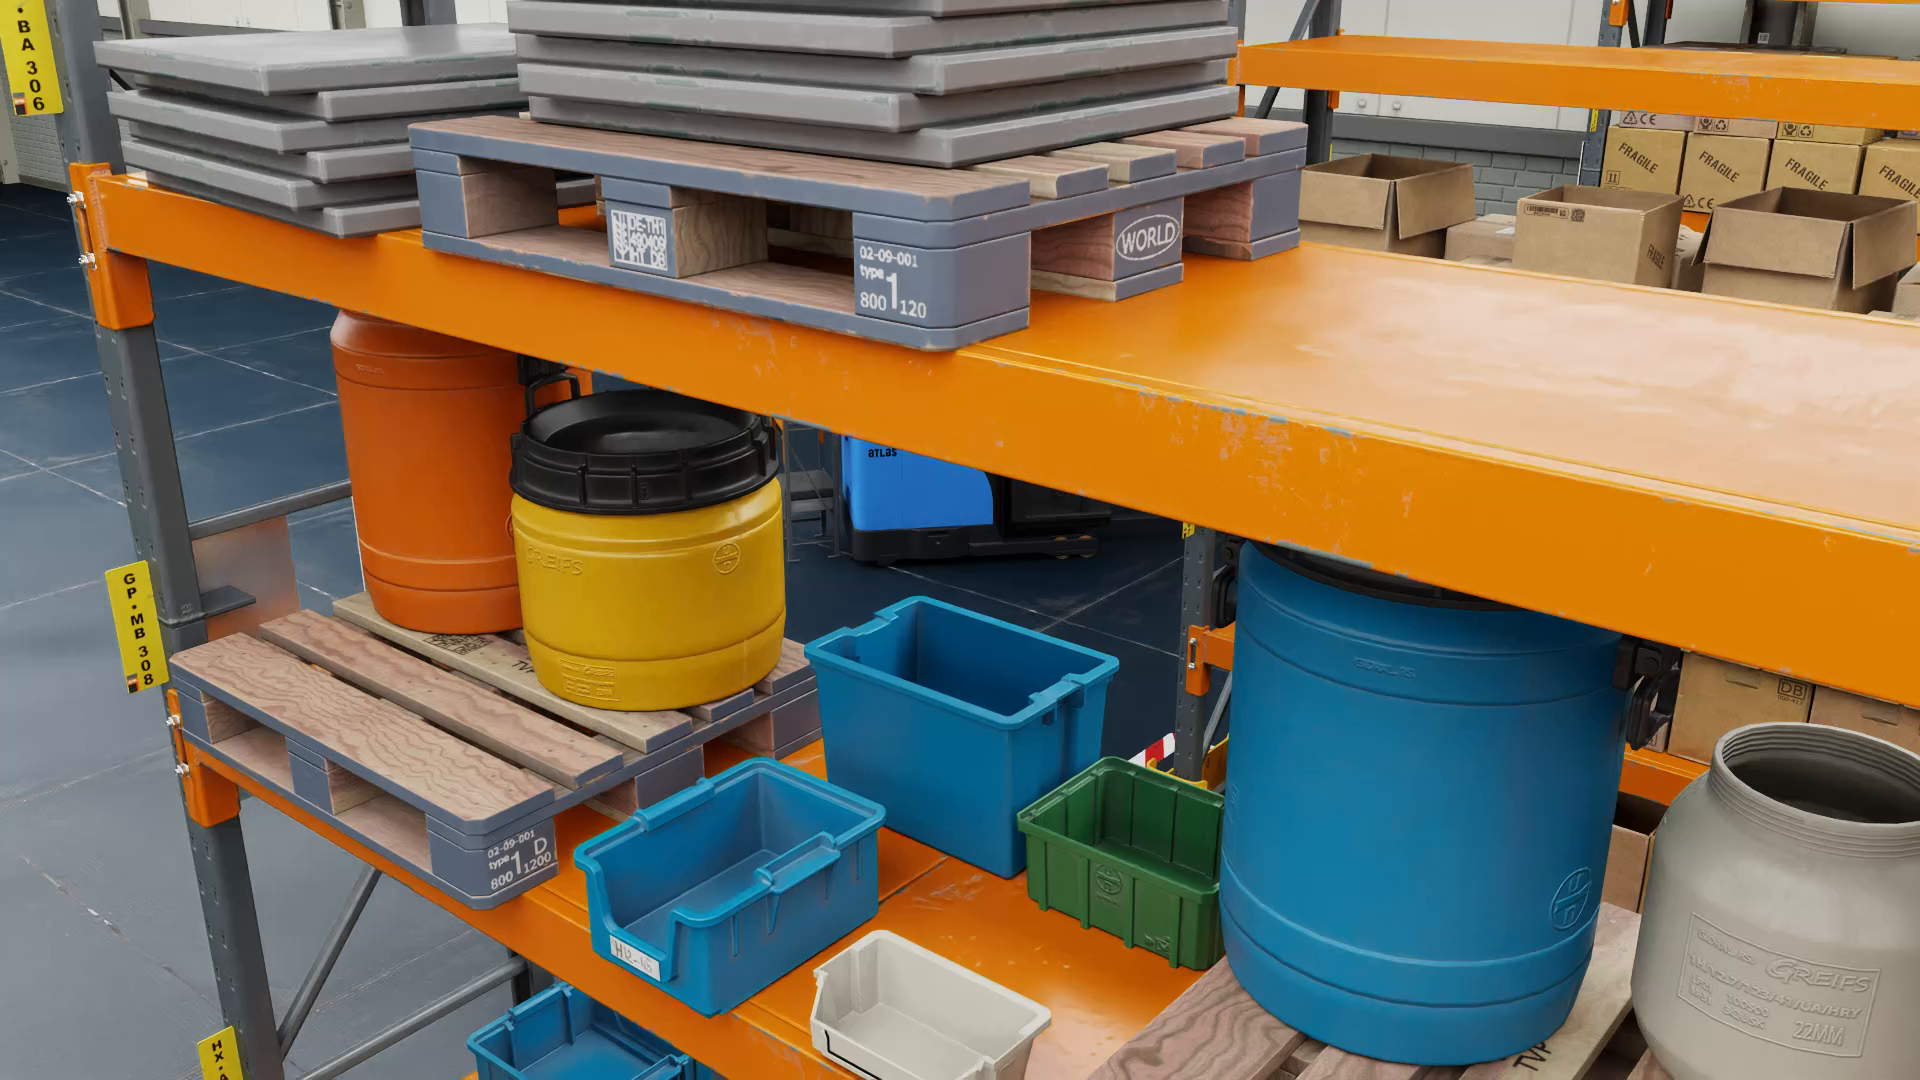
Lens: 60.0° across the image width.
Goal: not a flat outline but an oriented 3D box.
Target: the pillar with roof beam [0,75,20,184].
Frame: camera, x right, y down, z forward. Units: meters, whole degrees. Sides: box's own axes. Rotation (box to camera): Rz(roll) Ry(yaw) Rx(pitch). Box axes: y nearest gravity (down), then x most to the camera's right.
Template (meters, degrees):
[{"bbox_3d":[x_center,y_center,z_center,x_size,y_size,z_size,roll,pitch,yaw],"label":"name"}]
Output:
[{"bbox_3d":[-20.278,-9.639,25.974,0.400,9.000,9.100,16,26,36],"label":"pillar with roof beam"}]

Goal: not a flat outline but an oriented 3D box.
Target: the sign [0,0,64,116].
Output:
[{"bbox_3d":[-2.019,-1.087,3.592,0.005,0.325,0.100,16,26,36],"label":"sign"}]

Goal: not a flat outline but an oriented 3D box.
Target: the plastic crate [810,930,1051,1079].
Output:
[{"bbox_3d":[-0.068,0.838,2.818,0.396,0.136,0.243,16,26,36],"label":"plastic crate"}]

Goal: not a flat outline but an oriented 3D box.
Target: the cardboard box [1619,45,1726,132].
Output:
[{"bbox_3d":[4.741,-3.010,11.061,0.500,0.500,0.500,14,25,33],"label":"cardboard box"}]

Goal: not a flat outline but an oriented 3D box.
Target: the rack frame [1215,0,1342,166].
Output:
[{"bbox_3d":[1.467,-2.687,7.540,0.127,3.000,1.000,16,26,36],"label":"rack frame"}]

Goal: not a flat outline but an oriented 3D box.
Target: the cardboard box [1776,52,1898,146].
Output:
[{"bbox_3d":[5.502,-2.773,10.433,0.500,0.500,0.500,17,26,38],"label":"cardboard box"}]

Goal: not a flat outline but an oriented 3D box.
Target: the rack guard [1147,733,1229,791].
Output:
[{"bbox_3d":[1.448,1.284,9.054,0.348,0.500,1.175,16,26,36],"label":"rack guard"}]

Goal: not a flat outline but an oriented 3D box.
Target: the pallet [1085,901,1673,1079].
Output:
[{"bbox_3d":[0.810,0.916,2.504,1.003,0.211,1.213,16,26,36],"label":"pallet"}]

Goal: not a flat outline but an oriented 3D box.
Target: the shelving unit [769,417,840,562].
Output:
[{"bbox_3d":[-1.191,-0.916,12.621,0.431,2.100,0.503,-6,22,-16],"label":"shelving unit"}]

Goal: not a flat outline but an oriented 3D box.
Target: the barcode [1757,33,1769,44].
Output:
[{"bbox_3d":[5.463,-3.412,11.305,0.075,0.075,0.001,16,26,36],"label":"barcode"}]

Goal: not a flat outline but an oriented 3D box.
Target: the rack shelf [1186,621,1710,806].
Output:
[{"bbox_3d":[3.016,0.903,7.542,4.000,0.370,1.077,16,26,36],"label":"rack shelf"}]

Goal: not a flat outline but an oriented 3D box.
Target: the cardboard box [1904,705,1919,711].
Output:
[{"bbox_3d":[3.825,0.547,6.407,0.250,0.149,0.380,15,25,35],"label":"cardboard box"}]

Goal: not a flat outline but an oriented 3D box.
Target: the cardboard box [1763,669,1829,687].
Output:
[{"bbox_3d":[3.433,0.433,6.709,0.250,0.149,0.380,16,26,36],"label":"cardboard box"}]

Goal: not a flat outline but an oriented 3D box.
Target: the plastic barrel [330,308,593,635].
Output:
[{"bbox_3d":[-1.211,-0.254,4.136,0.708,0.830,0.600,16,26,36],"label":"plastic barrel"}]

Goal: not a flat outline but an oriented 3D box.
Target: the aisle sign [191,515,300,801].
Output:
[{"bbox_3d":[-1.909,0.321,4.382,0.004,0.787,0.394,16,26,36],"label":"aisle sign"}]

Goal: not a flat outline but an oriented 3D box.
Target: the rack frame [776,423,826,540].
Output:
[{"bbox_3d":[-1.262,-0.998,12.840,0.400,2.100,0.015,-6,22,-16],"label":"rack frame"}]

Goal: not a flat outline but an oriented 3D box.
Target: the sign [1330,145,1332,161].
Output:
[{"bbox_3d":[1.821,-1.806,8.312,0.005,0.325,0.100,16,26,36],"label":"sign"}]

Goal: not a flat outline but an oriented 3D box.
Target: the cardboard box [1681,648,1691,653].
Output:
[{"bbox_3d":[3.029,0.318,7.013,0.250,0.149,0.380,17,27,38],"label":"cardboard box"}]

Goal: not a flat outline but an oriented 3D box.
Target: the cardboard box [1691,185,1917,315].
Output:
[{"bbox_3d":[3.370,-1.103,6.652,0.797,0.503,0.637,-19,28,-41],"label":"cardboard box"}]

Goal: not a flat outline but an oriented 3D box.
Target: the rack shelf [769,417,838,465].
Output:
[{"bbox_3d":[-1.191,-0.903,12.626,0.431,0.518,0.480,-6,22,-16],"label":"rack shelf"}]

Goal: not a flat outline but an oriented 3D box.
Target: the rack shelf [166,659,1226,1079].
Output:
[{"bbox_3d":[-0.118,0.853,3.425,4.000,0.370,1.077,16,26,36],"label":"rack shelf"}]

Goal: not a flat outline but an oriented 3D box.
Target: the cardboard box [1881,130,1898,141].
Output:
[{"bbox_3d":[5.868,-2.449,10.991,0.500,0.500,0.500,15,25,34],"label":"cardboard box"}]

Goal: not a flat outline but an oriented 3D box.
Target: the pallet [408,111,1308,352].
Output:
[{"bbox_3d":[-0.175,-0.614,2.878,1.213,0.211,1.003,16,26,36],"label":"pallet"}]

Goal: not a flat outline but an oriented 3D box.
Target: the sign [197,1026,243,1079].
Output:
[{"bbox_3d":[-2.019,1.493,4.565,0.005,0.325,0.100,16,26,36],"label":"sign"}]

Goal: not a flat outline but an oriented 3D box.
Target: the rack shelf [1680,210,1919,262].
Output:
[{"bbox_3d":[6.146,-1.856,10.606,4.000,0.370,1.077,16,26,36],"label":"rack shelf"}]

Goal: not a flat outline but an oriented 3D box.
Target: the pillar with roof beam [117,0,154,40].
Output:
[{"bbox_3d":[-15.630,-8.300,22.425,0.400,9.000,9.100,16,26,36],"label":"pillar with roof beam"}]

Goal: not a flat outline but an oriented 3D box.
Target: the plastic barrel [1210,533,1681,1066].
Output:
[{"bbox_3d":[0.728,0.280,2.618,0.708,0.901,0.600,16,26,36],"label":"plastic barrel"}]

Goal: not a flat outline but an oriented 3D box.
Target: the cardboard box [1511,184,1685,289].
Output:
[{"bbox_3d":[2.581,-1.147,6.772,0.500,0.500,0.500,16,26,36],"label":"cardboard box"}]

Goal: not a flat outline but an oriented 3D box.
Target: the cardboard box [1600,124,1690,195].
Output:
[{"bbox_3d":[4.697,-2.552,11.262,0.500,0.500,0.500,17,26,38],"label":"cardboard box"}]

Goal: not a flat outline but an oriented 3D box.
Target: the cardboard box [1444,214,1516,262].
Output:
[{"bbox_3d":[2.526,-1.290,7.507,0.500,0.250,0.500,16,26,36],"label":"cardboard box"}]

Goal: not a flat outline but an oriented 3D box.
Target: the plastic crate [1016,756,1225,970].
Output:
[{"bbox_3d":[0.381,0.635,3.283,0.450,0.188,0.336,16,26,36],"label":"plastic crate"}]

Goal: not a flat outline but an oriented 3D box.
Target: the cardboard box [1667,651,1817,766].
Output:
[{"bbox_3d":[3.419,0.639,7.080,0.500,0.500,0.700,17,26,37],"label":"cardboard box"}]

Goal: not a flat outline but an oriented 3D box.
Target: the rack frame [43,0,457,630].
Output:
[{"bbox_3d":[-1.668,-1.334,3.952,0.127,3.000,1.000,16,26,36],"label":"rack frame"}]

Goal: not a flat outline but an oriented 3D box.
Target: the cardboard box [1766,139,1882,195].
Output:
[{"bbox_3d":[5.496,-2.307,10.614,0.500,0.500,0.500,18,27,39],"label":"cardboard box"}]

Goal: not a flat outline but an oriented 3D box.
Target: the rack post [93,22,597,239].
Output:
[{"bbox_3d":[-1.163,-0.896,3.500,0.937,0.300,0.954,-19,28,-41],"label":"rack post"}]

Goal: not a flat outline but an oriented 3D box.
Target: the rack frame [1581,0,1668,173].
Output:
[{"bbox_3d":[4.596,-4.042,11.133,0.127,3.000,1.000,16,26,36],"label":"rack frame"}]

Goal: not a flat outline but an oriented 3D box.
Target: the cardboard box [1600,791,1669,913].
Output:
[{"bbox_3d":[2.902,1.375,7.510,0.500,0.500,0.500,16,26,36],"label":"cardboard box"}]

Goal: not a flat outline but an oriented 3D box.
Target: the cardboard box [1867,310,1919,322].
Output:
[{"bbox_3d":[3.459,-0.730,6.164,0.250,0.149,0.380,16,26,36],"label":"cardboard box"}]

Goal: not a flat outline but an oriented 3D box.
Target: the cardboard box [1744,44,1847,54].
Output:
[{"bbox_3d":[5.525,-3.019,11.085,0.500,0.500,0.500,18,27,40],"label":"cardboard box"}]

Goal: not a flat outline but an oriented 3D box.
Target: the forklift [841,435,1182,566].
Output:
[{"bbox_3d":[0.614,-1.407,12.745,3.031,2.935,1.130,-3,21,-9],"label":"forklift"}]
